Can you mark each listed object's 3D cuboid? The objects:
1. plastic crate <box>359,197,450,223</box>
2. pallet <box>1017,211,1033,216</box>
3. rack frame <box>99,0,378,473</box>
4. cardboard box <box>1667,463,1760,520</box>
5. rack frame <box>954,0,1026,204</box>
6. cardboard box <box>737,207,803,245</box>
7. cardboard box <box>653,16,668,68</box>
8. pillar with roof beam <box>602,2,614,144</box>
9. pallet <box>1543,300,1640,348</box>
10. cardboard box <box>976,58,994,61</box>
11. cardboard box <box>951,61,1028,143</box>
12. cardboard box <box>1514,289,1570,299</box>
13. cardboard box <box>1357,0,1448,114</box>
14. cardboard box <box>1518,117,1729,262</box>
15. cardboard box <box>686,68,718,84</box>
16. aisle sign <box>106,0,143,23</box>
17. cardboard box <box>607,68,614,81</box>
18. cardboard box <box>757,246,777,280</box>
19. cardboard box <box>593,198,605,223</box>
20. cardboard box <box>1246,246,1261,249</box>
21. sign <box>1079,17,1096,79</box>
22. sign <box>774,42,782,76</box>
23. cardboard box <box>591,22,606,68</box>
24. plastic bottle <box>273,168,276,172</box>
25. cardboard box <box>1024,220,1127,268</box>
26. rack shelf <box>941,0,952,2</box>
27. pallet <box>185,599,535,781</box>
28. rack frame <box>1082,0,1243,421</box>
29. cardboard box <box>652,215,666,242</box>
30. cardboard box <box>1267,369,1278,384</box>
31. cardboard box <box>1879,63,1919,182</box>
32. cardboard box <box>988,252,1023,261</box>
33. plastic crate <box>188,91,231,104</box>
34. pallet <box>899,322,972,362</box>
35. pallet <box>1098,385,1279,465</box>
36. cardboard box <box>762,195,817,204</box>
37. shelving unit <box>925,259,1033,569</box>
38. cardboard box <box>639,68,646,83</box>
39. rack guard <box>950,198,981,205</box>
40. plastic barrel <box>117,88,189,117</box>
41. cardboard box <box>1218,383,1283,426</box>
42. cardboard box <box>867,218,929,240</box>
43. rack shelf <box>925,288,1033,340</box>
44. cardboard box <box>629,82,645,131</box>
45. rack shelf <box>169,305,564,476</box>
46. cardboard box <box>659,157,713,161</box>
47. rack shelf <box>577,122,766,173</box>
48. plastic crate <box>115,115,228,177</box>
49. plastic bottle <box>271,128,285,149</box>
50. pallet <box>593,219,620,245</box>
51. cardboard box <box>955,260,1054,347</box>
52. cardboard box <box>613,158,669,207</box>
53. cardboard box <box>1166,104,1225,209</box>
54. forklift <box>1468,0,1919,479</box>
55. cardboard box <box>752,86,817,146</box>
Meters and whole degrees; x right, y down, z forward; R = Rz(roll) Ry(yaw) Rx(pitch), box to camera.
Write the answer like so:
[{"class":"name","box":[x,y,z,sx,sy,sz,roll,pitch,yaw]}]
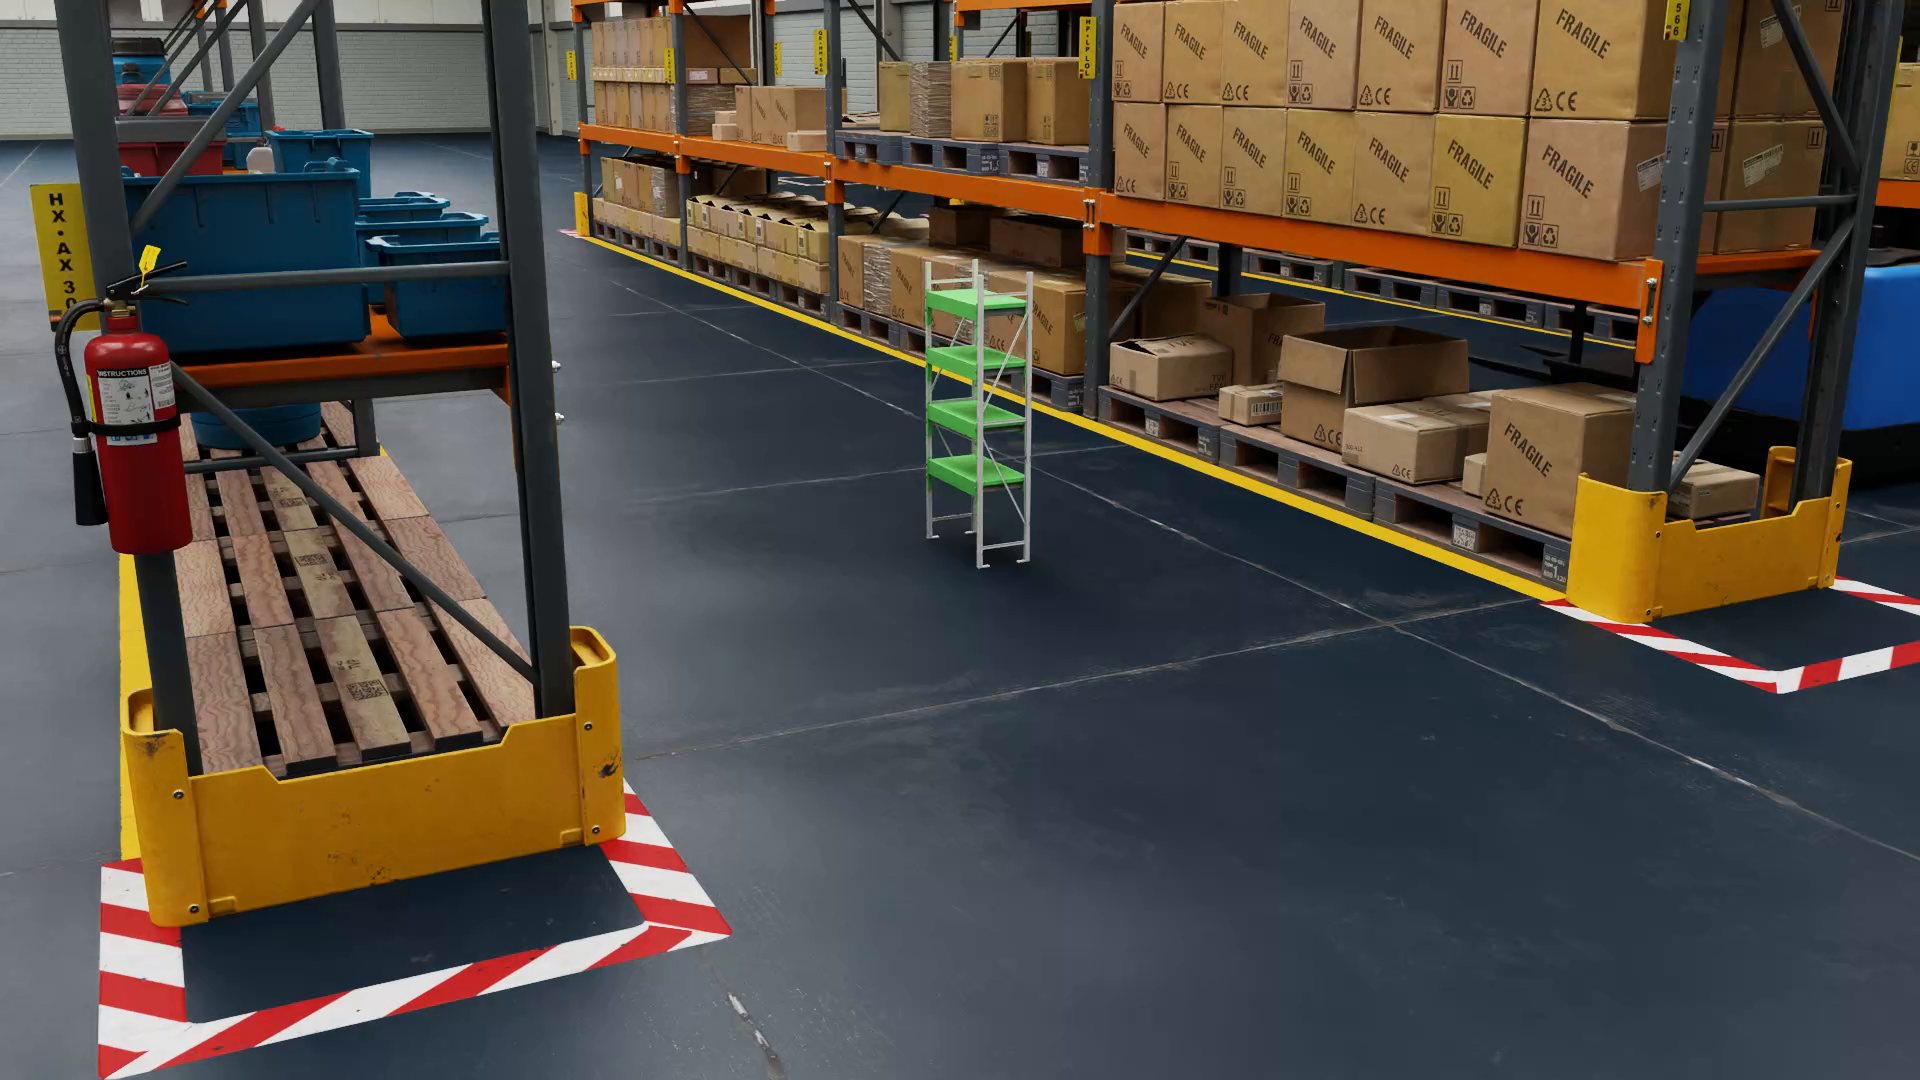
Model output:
[{"class":"plastic crate","box":[-1.894,-0.996,5.478,0.416,0.233,0.300,-8,18,-25]},{"class":"pallet","box":[1.279,-3.918,20.520,1.003,0.211,1.213,-8,18,-25]},{"class":"rack frame","box":[-3.257,-1.612,7.430,1.000,3.000,0.127,-8,18,-25]},{"class":"cardboard box","box":[3.075,-0.204,6.895,0.380,0.149,0.250,-8,18,-25]},{"class":"rack frame","box":[0.391,-5.785,21.970,1.000,3.000,0.127,-8,18,-25]},{"class":"cardboard box","box":[-1.676,-2.829,14.879,0.500,0.311,0.500,-7,17,-23]},{"class":"cardboard box","box":[-2.730,-5.099,17.049,0.700,0.500,0.500,-8,18,-25]},{"class":"pillar with roof beam","box":[-12.909,-14.030,39.827,9.100,9.000,0.400,-8,18,-25]},{"class":"pallet","box":[5.242,-1.651,12.621,1.003,0.211,1.213,-8,18,-25]},{"class":"cardboard box","box":[0.538,-5.804,20.915,0.500,0.500,0.500,-8,18,-25]},{"class":"cardboard box","box":[0.367,-2.890,10.941,0.700,0.500,0.500,-13,21,-39]},{"class":"cardboard box","box":[4.855,-2.343,13.114,0.750,0.750,0.750,-7,17,-23]},{"class":"cardboard box","box":[2.054,-2.077,7.056,0.500,0.500,0.500,-7,17,-23]},{"class":"cardboard box","box":[2.508,-1.344,6.315,0.500,0.500,0.500,-7,17,-23]},{"class":"cardboard box","box":[-2.620,-4.595,16.467,0.380,0.149,0.250,-8,18,-25]},{"class":"aisle sign","box":[-8.809,-5.820,17.379,0.394,0.787,0.004,-8,18,-25]},{"class":"cardboard box","box":[-3.747,-5.232,18.686,0.380,0.149,0.250,-8,18,-26]},{"class":"cardboard box","box":[-1.452,-2.435,14.522,0.500,0.250,0.500,-7,18,-24]},{"class":"cardboard box","box":[-4.025,-3.905,19.646,0.500,0.250,0.500,-8,18,-25]},{"class":"cardboard box","box":[3.169,-3.245,16.854,0.700,0.500,0.500,-8,18,-25]},{"class":"sign","box":[0.700,-2.698,9.116,0.100,0.325,0.005,-8,18,-25]},{"class":"sign","box":[-1.824,-4.780,16.513,0.100,0.325,0.005,-8,18,-25]},{"class":"cardboard box","box":[-3.844,-5.726,19.234,0.700,0.500,0.500,-8,18,-25]},{"class":"plastic bottle","box":[-3.382,-1.748,8.265,0.097,0.201,0.097,0,16,0]},{"class":"cardboard box","box":[0.766,-1.977,11.078,0.500,0.250,0.500,-8,18,-25]},{"class":"rack shelf","box":[0.321,-3.802,10.926,1.077,0.370,4.000,-8,18,-25]},{"class":"pallet","box":[-1.832,0.511,5.087,1.003,0.211,1.213,-8,18,-25]},{"class":"rack frame","box":[1.197,-2.210,9.513,1.000,3.000,0.127,-8,18,-25]},{"class":"cardboard box","box":[-2.918,-3.287,17.491,0.500,0.250,0.500,-8,18,-25]},{"class":"cardboard box","box":[1.920,-0.858,9.174,0.380,0.149,0.250,-8,18,-25]},{"class":"cardboard box","box":[6.186,-2.635,10.452,0.980,0.700,0.700,-8,18,-26]},{"class":"cardboard box","box":[0.527,-1.750,11.646,0.500,0.500,0.500,-8,18,-27]},{"class":"plastic crate","box":[-6.275,-3.543,14.044,0.402,0.464,0.583,-8,18,-25]},{"class":"pallet","box":[0.268,-1.369,11.640,1.003,0.211,1.213,-8,18,-25]},{"class":"pallet","box":[1.497,-0.699,9.303,1.003,0.211,1.213,-8,18,-25]},{"class":"cardboard box","box":[-1.639,-3.149,15.993,0.500,0.311,0.500,-7,17,-23]},{"class":"shelving unit","box":[0.073,-0.536,6.942,0.258,1.200,0.503,-8,18,-25]},{"class":"cardboard box","box":[-3.174,-4.910,17.564,0.380,0.149,0.250,-7,17,-23]},{"class":"rack guard","box":[0.424,-4.564,22.250,1.175,0.500,0.348,-8,18,-25]},{"class":"plastic barrel","box":[-5.485,-2.748,11.141,0.600,0.536,0.708,-8,18,-25]},{"class":"cardboard box","box":[1.574,-0.716,8.646,0.380,0.166,0.250,-8,18,-25]},{"class":"cardboard box","box":[-0.521,-2.517,13.789,0.500,0.311,0.500,-7,17,-23]},{"class":"rack shelf","box":[0.072,-0.936,6.827,0.258,0.148,0.480,-8,18,-25]},{"class":"cardboard box","box":[-3.187,-4.732,18.122,0.700,0.500,0.500,-7,17,-23]},{"class":"rack shelf","box":[-2.381,-0.770,5.801,1.077,0.370,4.000,-8,18,-25]},{"class":"cardboard box","box":[-3.106,-4.083,18.903,0.500,0.500,0.500,-8,18,-25]},{"class":"rack shelf","box":[-3.184,-4.343,18.252,1.077,0.370,4.000,-8,18,-25]},{"class":"plastic crate","box":[-3.092,-1.420,6.536,0.402,0.464,0.583,-8,18,-25]},{"class":"plastic bottle","box":[-3.777,-2.125,9.306,0.144,0.351,0.185,-8,18,-25]},{"class":"pallet","box":[-3.688,-3.660,19.623,1.003,0.211,1.213,-8,18,-25]},{"class":"cardboard box","box":[0.295,-1.555,10.967,0.500,0.500,0.500,-7,18,-24]},{"class":"cardboard box","box":[-3.574,-4.020,18.684,0.500,0.500,0.500,-8,18,-25]},{"class":"cardboard box","box":[1.402,-1.972,8.503,0.500,0.500,0.500,-7,18,-24]},{"class":"forklift","box":[4.058,-2.062,9.123,1.130,2.935,3.031,-7,18,-24]},{"class":"cardboard box","box":[-1.536,-3.794,14.853,0.500,0.500,0.500,-8,18,-25]}]
